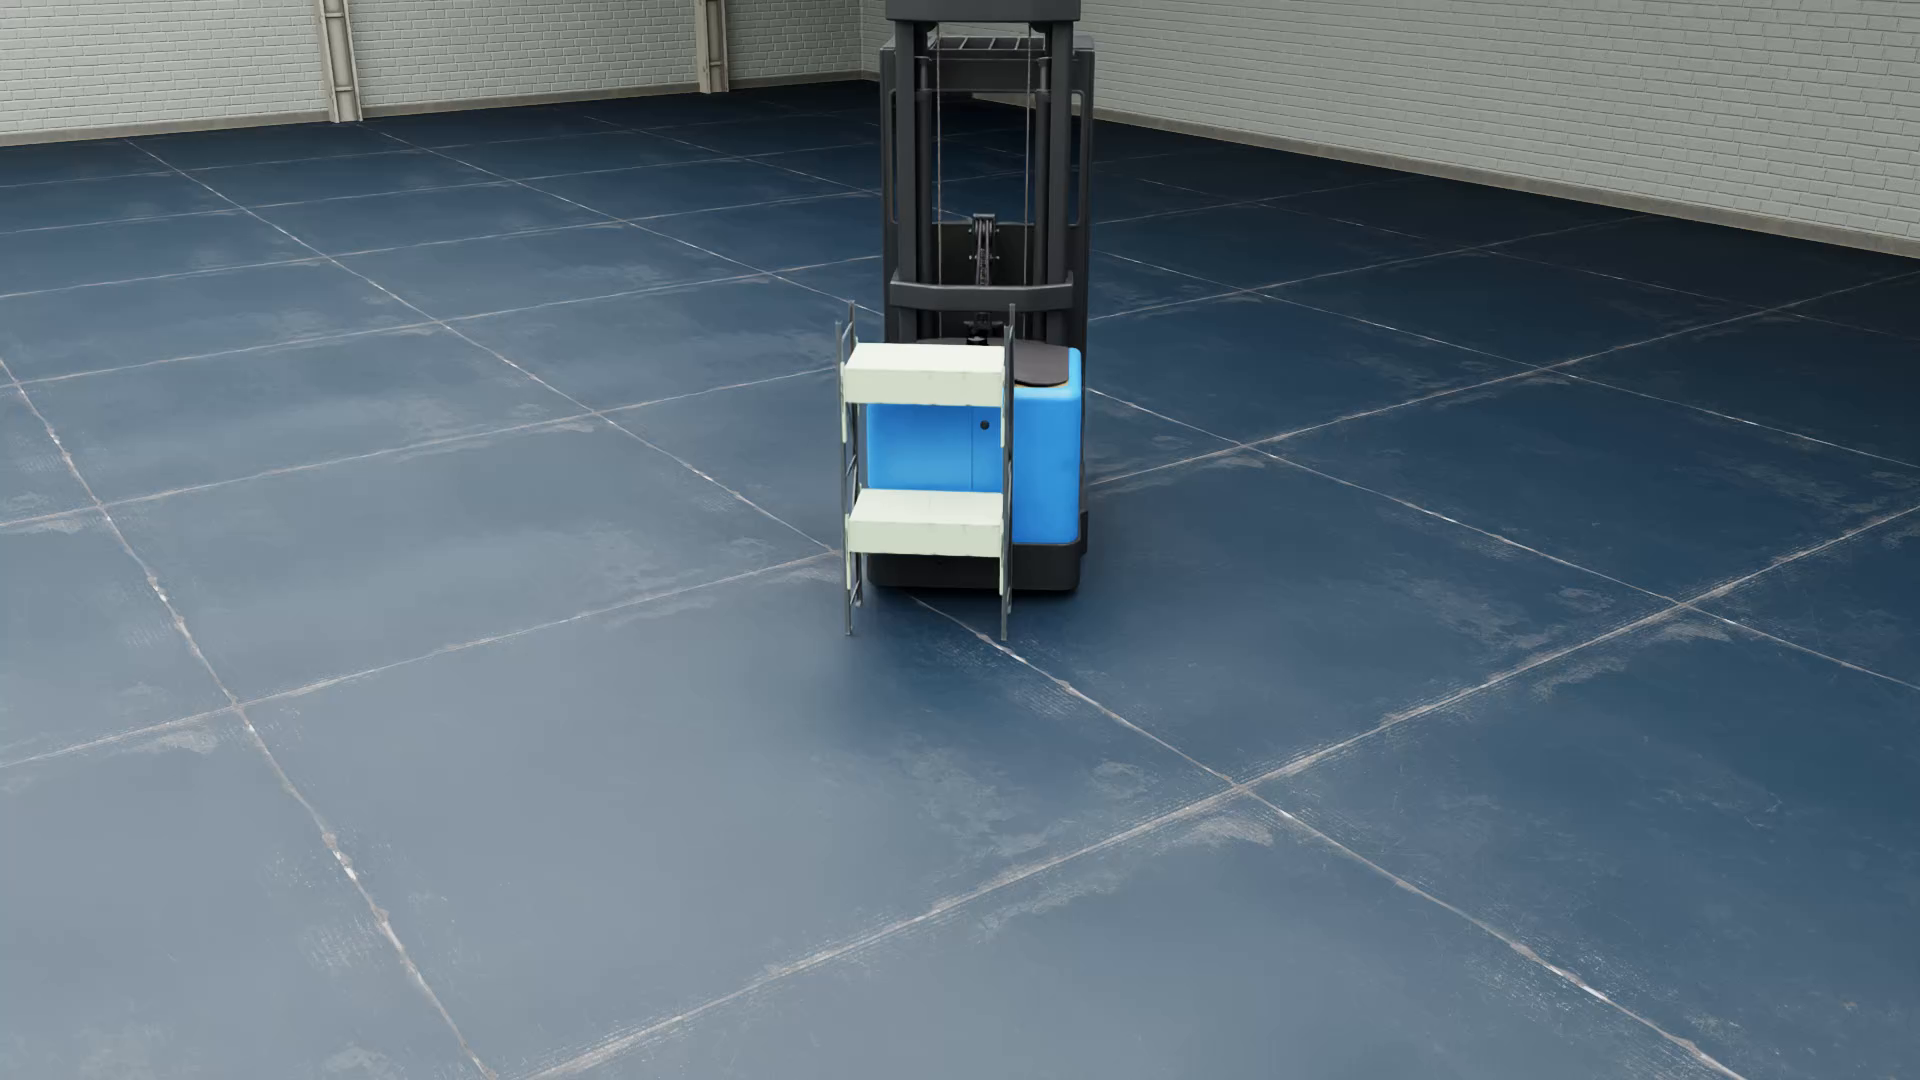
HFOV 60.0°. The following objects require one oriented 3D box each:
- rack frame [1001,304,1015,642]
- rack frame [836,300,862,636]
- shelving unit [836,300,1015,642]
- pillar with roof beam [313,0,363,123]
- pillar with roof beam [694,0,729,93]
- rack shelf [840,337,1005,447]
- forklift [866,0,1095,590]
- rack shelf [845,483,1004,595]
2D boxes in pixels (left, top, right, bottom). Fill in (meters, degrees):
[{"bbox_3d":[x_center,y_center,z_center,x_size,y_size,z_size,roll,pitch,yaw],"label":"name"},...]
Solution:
[{"bbox_3d":[0.220,-0.298,7.609,0.023,1.500,0.400,2,23,5],"label":"rack frame"},{"bbox_3d":[-0.509,-0.322,7.671,0.023,1.500,0.400,2,23,5],"label":"rack frame"},{"bbox_3d":[-0.145,-0.310,7.640,0.755,1.500,0.431,2,23,5],"label":"shelving unit"},{"bbox_3d":[-6.411,-8.984,19.268,0.400,9.000,9.100,-15,26,-33],"label":"pillar with roof beam"},{"bbox_3d":[-1.541,-10.282,22.523,0.400,9.000,9.100,-15,26,-33],"label":"pillar with roof beam"},{"bbox_3d":[-0.145,-0.670,7.490,0.720,0.370,0.431,2,23,5],"label":"rack shelf"},{"bbox_3d":[0.153,-1.618,8.997,1.130,2.935,3.031,1,22,3],"label":"forklift"},{"bbox_3d":[-0.144,-0.009,7.765,0.720,0.370,0.431,2,23,5],"label":"rack shelf"}]
